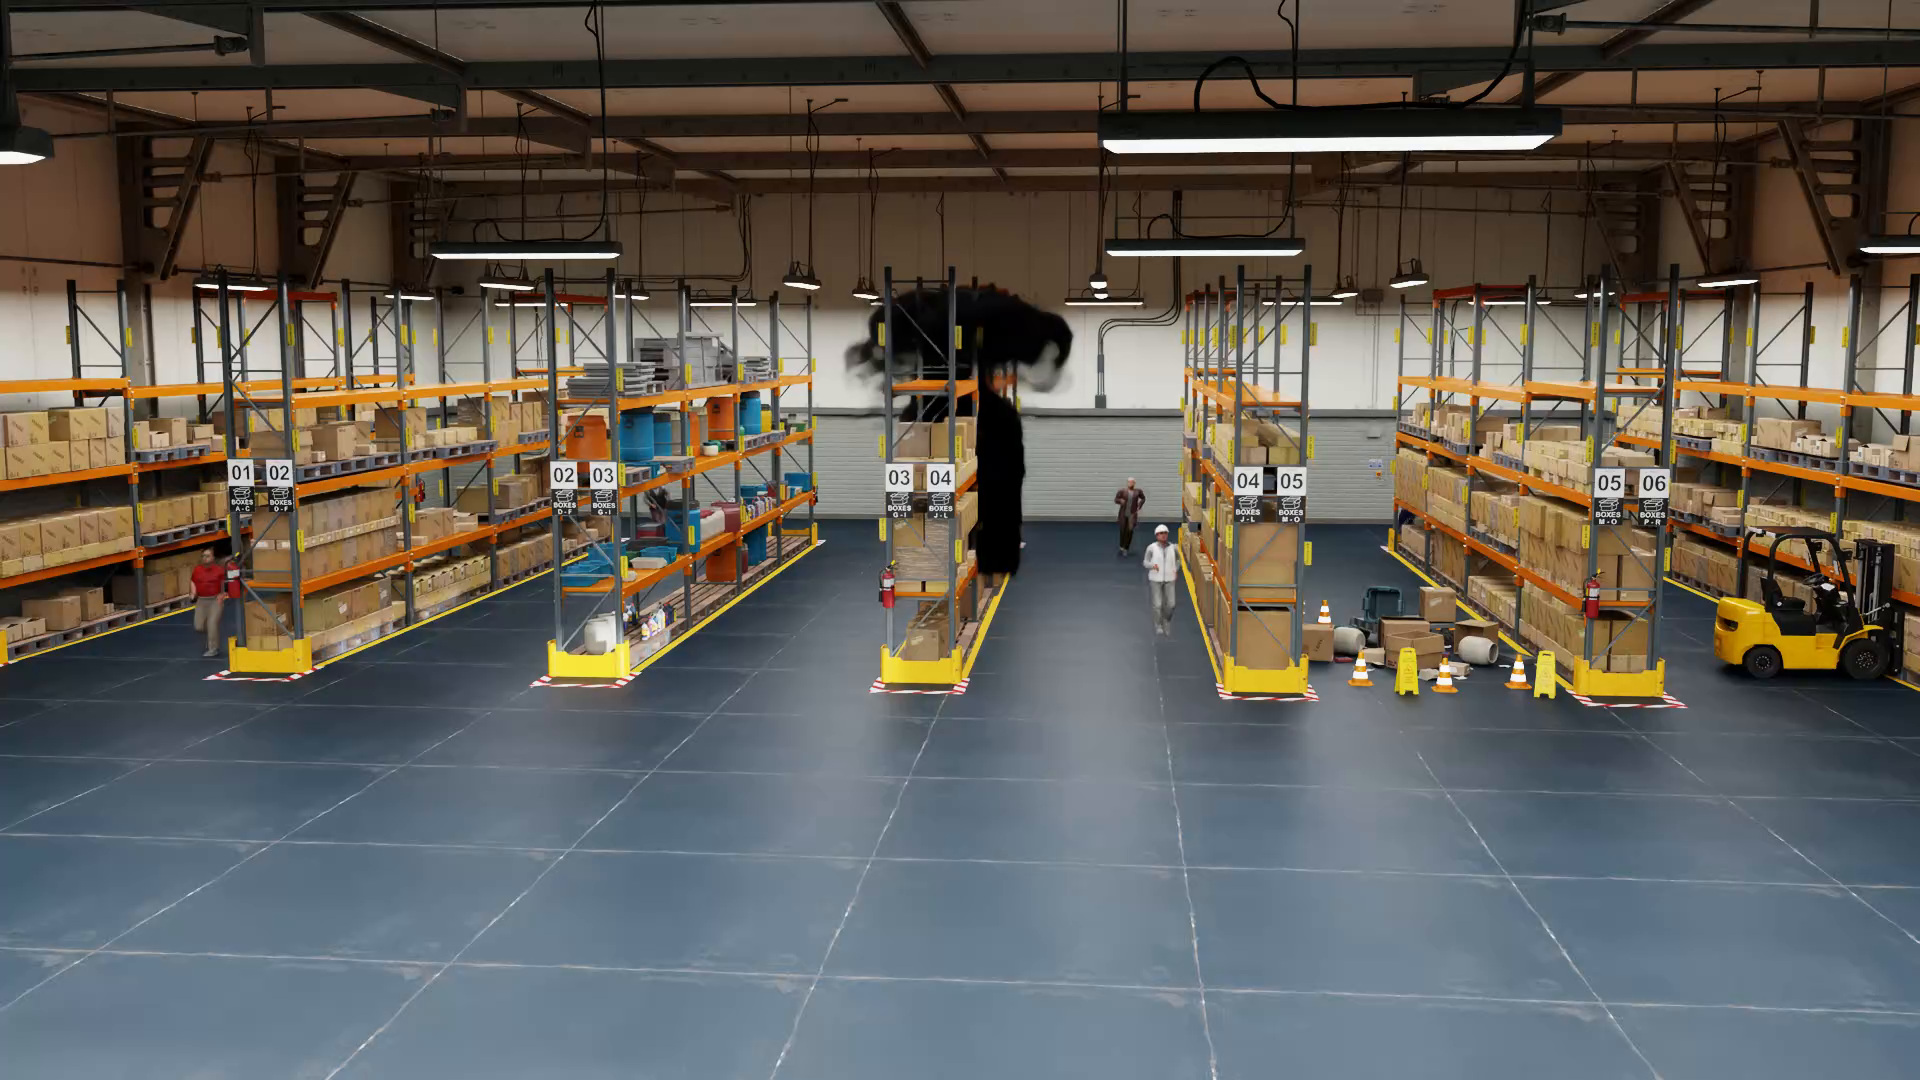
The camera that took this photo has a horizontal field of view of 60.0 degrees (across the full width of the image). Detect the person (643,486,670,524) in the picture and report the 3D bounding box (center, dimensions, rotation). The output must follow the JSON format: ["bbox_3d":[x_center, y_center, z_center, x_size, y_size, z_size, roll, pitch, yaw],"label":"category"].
[{"bbox_3d":[-7.294,-0.711,40.174,0.693,1.670,0.583,-1,7,-10],"label":"person"}]

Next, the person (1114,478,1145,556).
[{"bbox_3d":[3.919,-0.532,38.494,0.705,1.840,0.817,1,7,11],"label":"person"}]

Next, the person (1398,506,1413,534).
[{"bbox_3d":[10.831,-0.691,40.347,0.865,1.618,0.637,4,8,27],"label":"person"}]

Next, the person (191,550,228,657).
[{"bbox_3d":[-11.829,0.982,26.287,0.655,1.679,0.626,0,7,-1],"label":"person"}]

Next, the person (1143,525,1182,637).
[{"bbox_3d":[3.233,0.667,26.366,0.647,1.802,0.605,0,7,-2],"label":"person"}]
